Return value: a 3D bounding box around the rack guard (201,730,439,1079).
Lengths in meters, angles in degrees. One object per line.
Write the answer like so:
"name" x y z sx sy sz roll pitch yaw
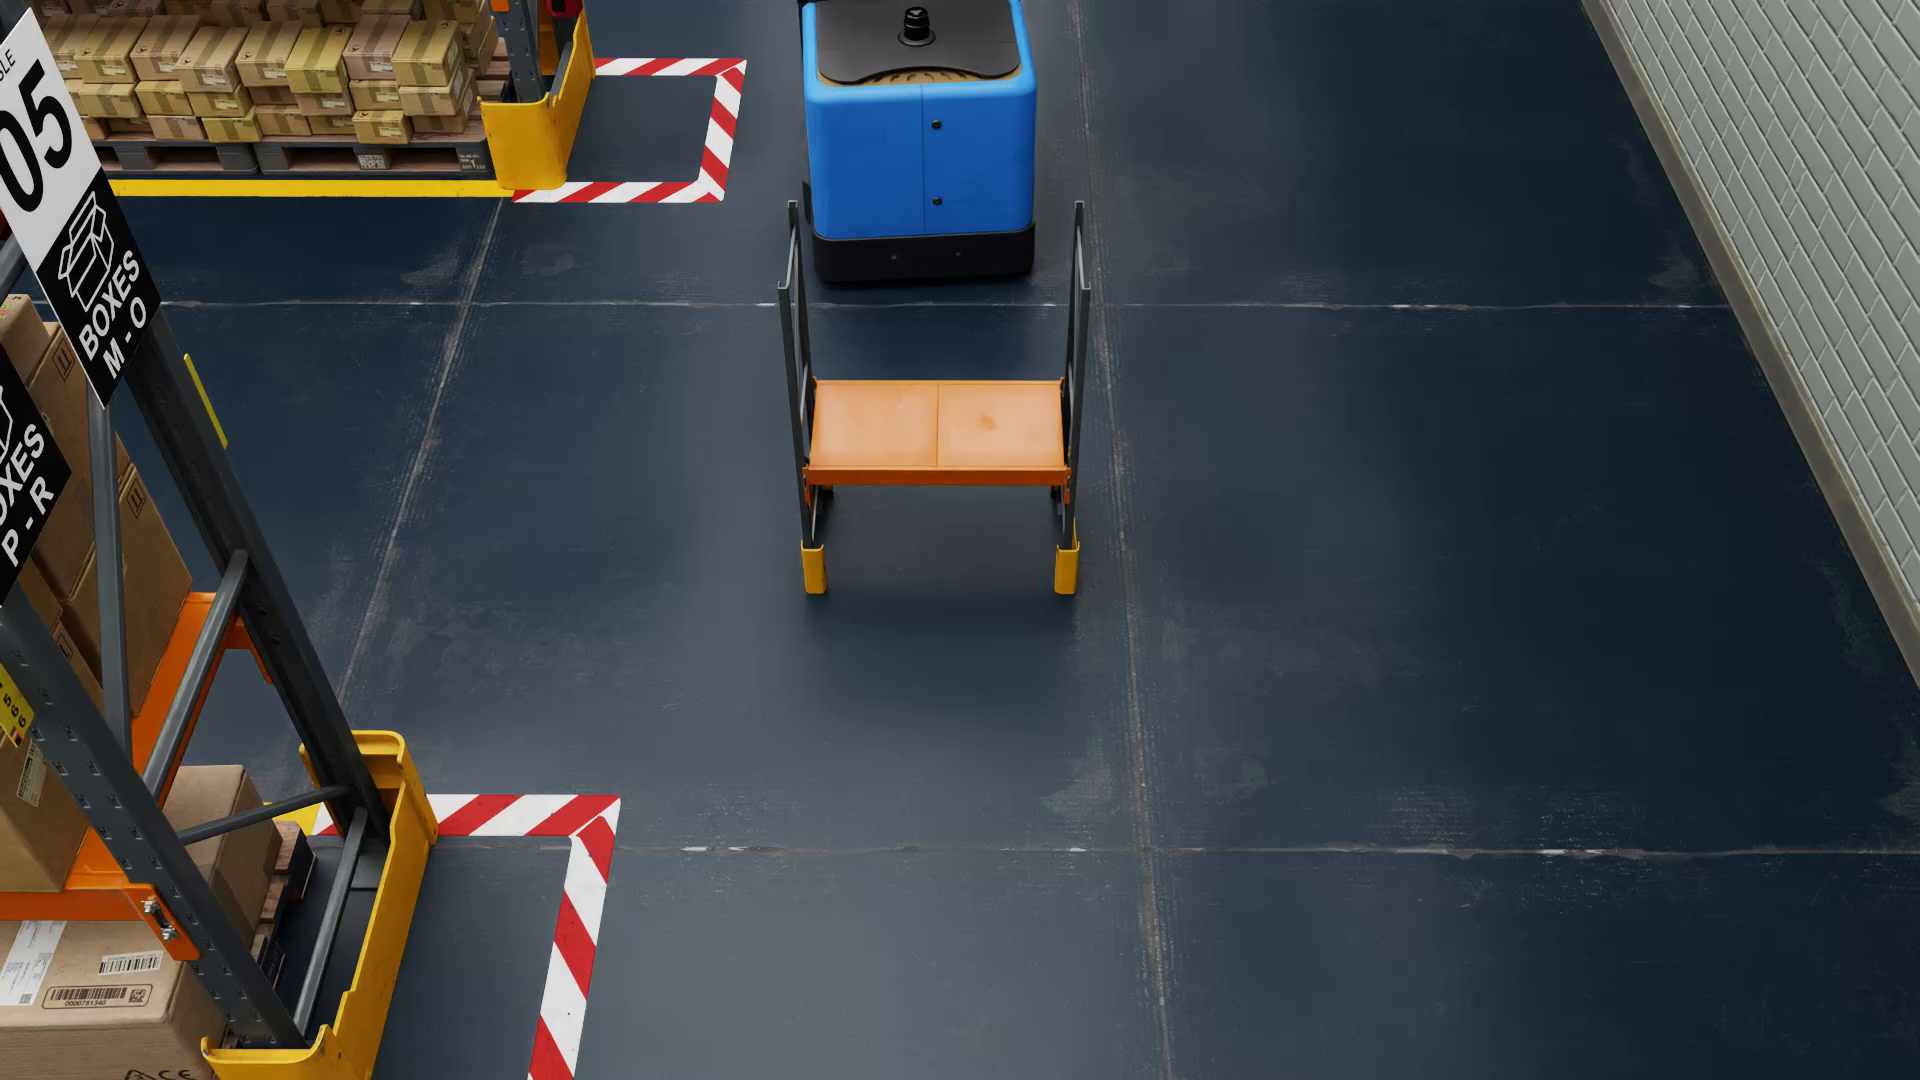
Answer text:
"rack guard" -2.016 1.237 5.338 0.348 0.500 1.175 0 47 0

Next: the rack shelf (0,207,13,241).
"rack shelf" -4.040 -0.398 3.594 4.000 0.370 1.077 0 47 0

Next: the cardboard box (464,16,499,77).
"cardboard box" -2.645 -2.646 8.905 0.250 0.149 0.380 1 47 1

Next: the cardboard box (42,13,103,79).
"cardboard box" -4.463 -2.478 8.342 0.250 0.149 0.380 -2 47 -1

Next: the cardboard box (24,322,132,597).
"cardboard box" -2.519 -0.200 4.216 0.500 0.500 0.500 -1 47 -1

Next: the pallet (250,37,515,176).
"pallet" -3.011 -2.317 8.843 1.213 0.211 1.003 0 47 0

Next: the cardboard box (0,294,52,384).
"cardboard box" -2.394 -0.415 3.973 0.250 0.149 0.380 1 47 1

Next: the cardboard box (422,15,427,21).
"cardboard box" -2.919 -2.743 8.793 0.250 0.149 0.380 0 47 0

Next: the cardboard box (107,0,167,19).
"cardboard box" -4.213 -2.783 8.626 0.250 0.149 0.380 0 47 0

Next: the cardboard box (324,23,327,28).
"cardboard box" -3.420 -2.759 8.807 0.250 0.149 0.380 1 47 1

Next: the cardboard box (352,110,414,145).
"cardboard box" -2.907 -2.186 8.477 0.250 0.149 0.380 1 47 1

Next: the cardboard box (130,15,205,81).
"cardboard box" -3.954 -2.469 8.334 0.250 0.149 0.380 -1 47 -1

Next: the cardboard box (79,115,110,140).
"cardboard box" -4.462 -2.211 8.501 0.250 0.149 0.380 -1 47 -1

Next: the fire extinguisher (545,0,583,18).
"fire extinguisher" -1.872 -2.747 7.646 0.183 0.674 0.296 0 47 0

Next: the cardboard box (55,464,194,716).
"cardboard box" -2.519 0.139 4.584 0.500 0.500 0.500 0 47 0

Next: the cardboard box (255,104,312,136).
"cardboard box" -3.418 -2.241 8.528 0.250 0.149 0.380 1 47 1

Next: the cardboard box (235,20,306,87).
"cardboard box" -3.422 -2.427 8.295 0.250 0.149 0.380 -2 47 -1

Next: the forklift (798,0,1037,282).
"forklift" -0.277 -3.299 7.900 1.130 2.935 3.031 -3 47 -3

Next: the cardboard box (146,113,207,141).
"cardboard box" -3.947 -2.211 8.500 0.250 0.149 0.380 1 47 1

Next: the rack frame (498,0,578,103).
"rack frame" -2.122 -3.239 7.796 0.127 3.000 1.000 0 47 0

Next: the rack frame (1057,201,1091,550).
"rack frame" 0.423 -0.510 6.281 0.032 1.500 0.500 0 47 0

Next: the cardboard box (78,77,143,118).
"cardboard box" -4.221 -2.291 8.372 0.250 0.149 0.380 1 47 1

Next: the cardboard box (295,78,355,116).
"cardboard box" -3.171 -2.305 8.384 0.250 0.149 0.380 -2 47 -1

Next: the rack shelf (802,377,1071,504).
"rack shelf" -0.085 -0.389 6.414 1.000 0.185 0.538 0 47 0

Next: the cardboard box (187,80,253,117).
"cardboard box" -3.689 -2.297 8.377 0.250 0.149 0.380 1 47 1

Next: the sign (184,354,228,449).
"sign" -2.032 -0.343 4.456 0.005 0.325 0.100 0 47 0

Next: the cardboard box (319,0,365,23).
"cardboard box" -3.173 -2.871 8.708 0.250 0.149 0.380 0 47 0

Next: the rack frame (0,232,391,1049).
"rack frame" -2.040 0.385 4.423 0.127 3.000 1.000 0 47 0

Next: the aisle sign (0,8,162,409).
"aisle sign" -1.967 -0.713 3.669 0.004 0.787 0.394 0 47 0

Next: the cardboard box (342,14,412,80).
"cardboard box" -2.904 -2.472 8.337 0.250 0.149 0.380 1 47 1

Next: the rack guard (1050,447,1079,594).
"rack guard" 0.422 -0.084 6.738 0.087 0.250 0.587 0 47 0

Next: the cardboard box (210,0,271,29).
"cardboard box" -3.698 -2.818 8.659 0.250 0.149 0.380 2 47 2

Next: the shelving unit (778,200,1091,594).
"shelving unit" -0.076 -0.511 6.282 1.083 1.500 0.587 0 47 0

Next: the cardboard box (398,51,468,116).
"cardboard box" -2.651 -2.304 8.384 0.250 0.149 0.380 -1 47 -1

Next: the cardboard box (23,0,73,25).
"cardboard box" -4.731 -2.856 8.694 0.250 0.149 0.380 -2 47 -2

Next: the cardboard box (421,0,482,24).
"cardboard box" -2.645 -2.863 8.701 0.250 0.149 0.380 -2 47 -2
